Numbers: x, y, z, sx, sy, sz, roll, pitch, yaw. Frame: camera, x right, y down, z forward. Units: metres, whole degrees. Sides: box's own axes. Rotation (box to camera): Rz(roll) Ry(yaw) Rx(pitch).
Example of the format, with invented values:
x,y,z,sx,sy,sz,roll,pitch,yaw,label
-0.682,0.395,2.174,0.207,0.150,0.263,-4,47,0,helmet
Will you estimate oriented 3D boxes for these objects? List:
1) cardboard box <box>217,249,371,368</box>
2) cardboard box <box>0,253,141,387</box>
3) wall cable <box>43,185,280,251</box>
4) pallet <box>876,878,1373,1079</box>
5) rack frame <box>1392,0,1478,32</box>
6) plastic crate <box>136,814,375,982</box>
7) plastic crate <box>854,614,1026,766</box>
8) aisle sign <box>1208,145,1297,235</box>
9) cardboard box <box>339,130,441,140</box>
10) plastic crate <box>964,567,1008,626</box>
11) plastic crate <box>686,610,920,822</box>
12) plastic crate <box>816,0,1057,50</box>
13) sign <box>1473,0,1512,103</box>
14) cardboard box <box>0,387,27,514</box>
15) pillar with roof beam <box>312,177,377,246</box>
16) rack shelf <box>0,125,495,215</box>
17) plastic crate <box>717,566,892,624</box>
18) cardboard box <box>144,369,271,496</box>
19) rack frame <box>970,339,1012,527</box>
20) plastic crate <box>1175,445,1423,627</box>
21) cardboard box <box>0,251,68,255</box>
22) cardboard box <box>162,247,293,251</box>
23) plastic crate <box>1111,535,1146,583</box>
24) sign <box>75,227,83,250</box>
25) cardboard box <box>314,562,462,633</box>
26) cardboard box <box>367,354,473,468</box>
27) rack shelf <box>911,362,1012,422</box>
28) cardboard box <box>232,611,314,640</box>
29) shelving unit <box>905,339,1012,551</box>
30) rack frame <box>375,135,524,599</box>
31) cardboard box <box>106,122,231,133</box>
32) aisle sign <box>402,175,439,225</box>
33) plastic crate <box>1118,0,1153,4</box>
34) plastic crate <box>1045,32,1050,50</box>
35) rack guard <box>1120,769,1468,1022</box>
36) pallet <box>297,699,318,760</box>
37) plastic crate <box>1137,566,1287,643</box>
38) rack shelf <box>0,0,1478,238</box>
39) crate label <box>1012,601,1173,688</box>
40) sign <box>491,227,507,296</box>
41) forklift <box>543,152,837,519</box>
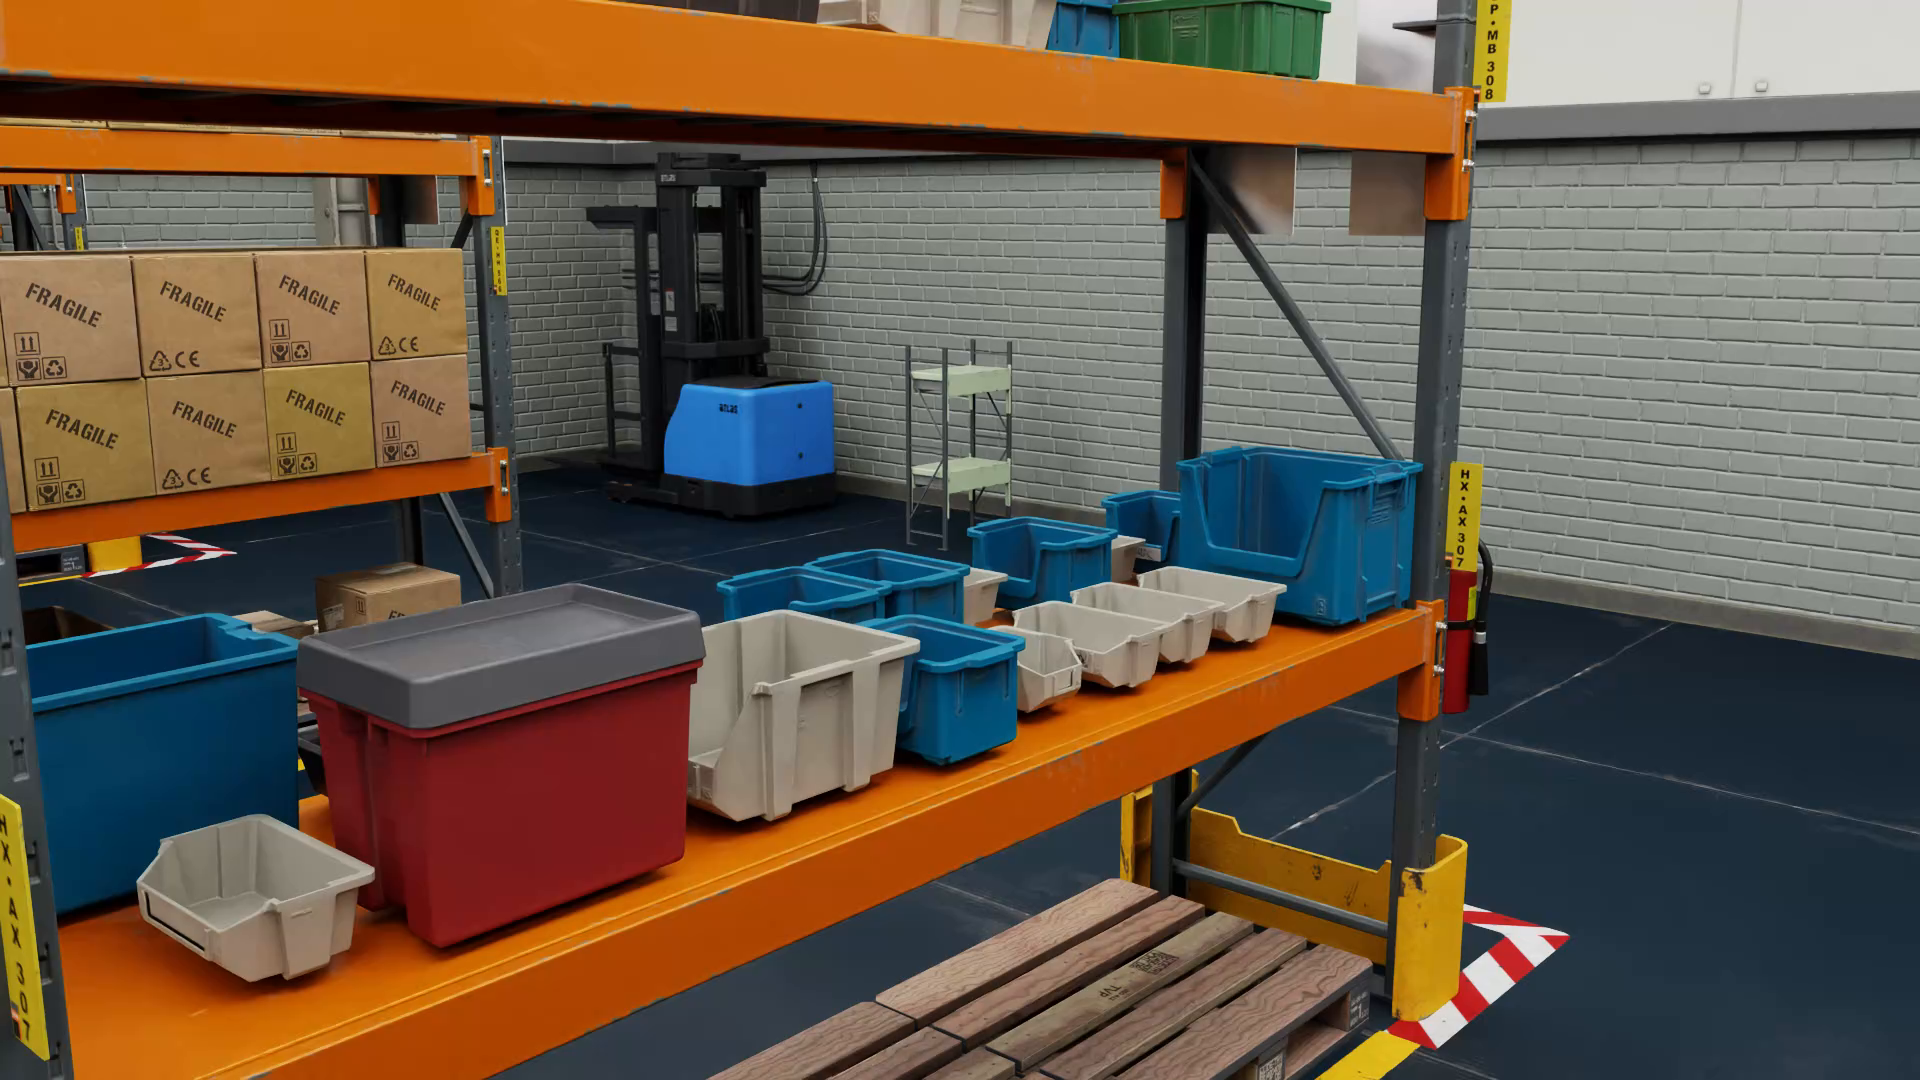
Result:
x,y,z,sx,sy,sz,roll,pitch,yaw,label
-3.052,-1.063,7.569,0.500,0.500,0.500,10,15,42,cardboard box
-3.730,-0.911,6.805,0.500,0.500,0.500,10,15,42,cardboard box
-6.221,-2.148,13.215,0.084,1.984,1.851,10,15,40,wall cable
0.513,1.425,5.036,1.003,0.211,1.213,10,15,40,pallet
1.086,-3.000,4.758,1.000,3.000,0.127,10,15,40,rack frame
-1.140,0.580,2.669,0.396,0.136,0.243,10,15,40,plastic crate
-0.077,0.329,3.677,0.416,0.233,0.300,10,15,40,plastic crate
0.911,-1.382,5.336,0.394,0.787,0.004,10,15,40,aisle sign
-2.773,-1.987,7.727,0.500,0.250,0.500,10,15,40,cardboard box
-0.046,0.171,4.714,0.250,0.136,0.298,10,15,40,plastic crate
-0.408,0.358,3.410,0.437,0.282,0.530,10,15,40,plastic crate
-0.091,-1.064,3.395,0.437,0.136,0.530,10,15,40,plastic crate
1.510,-1.409,4.718,0.100,0.325,0.005,10,15,40,sign
-4.064,-0.349,6.544,0.500,0.500,0.500,10,15,40,cardboard box
-1.989,-4.234,10.933,9.100,9.000,0.400,10,15,40,pillar with roof beam
-3.952,-1.523,6.858,1.077,0.370,4.000,10,15,40,rack shelf
-0.391,0.226,4.196,0.416,0.233,0.300,10,15,40,plastic crate
-3.397,-0.498,7.290,0.500,0.500,0.500,10,15,41,cardboard box
0.237,-0.788,12.829,0.400,1.500,0.023,10,15,40,rack frame
1.006,-0.032,4.969,0.616,0.435,0.499,10,15,40,plastic crate
-4.131,-0.982,7.161,0.500,0.500,0.500,10,15,40,cardboard box
-3.462,-1.130,7.901,0.500,0.500,0.500,10,15,41,cardboard box
0.402,0.072,5.214,0.250,0.136,0.298,10,15,40,plastic crate
-5.957,-1.951,11.261,0.100,0.325,0.005,10,15,40,sign
-2.806,0.422,8.197,0.500,0.500,0.500,10,15,40,cardboard box
-2.723,-0.647,8.039,0.500,0.500,0.500,10,15,42,cardboard box
-0.004,-1.117,12.483,0.431,0.370,0.720,10,15,40,rack shelf
-3.534,0.550,8.196,0.500,0.250,0.500,10,15,40,cardboard box
-0.004,-0.734,12.559,0.431,1.500,0.755,10,15,40,shelving unit
-2.632,-0.699,8.555,1.000,3.000,0.127,10,15,40,rack frame
-3.432,-1.840,6.989,0.500,0.250,0.500,10,15,40,cardboard box
-2.808,-2.022,8.541,0.394,0.787,0.004,10,15,40,aisle sign
0.623,-1.445,4.961,0.497,0.269,0.590,10,15,40,plastic crate
-0.129,-1.310,4.110,0.504,0.338,0.767,10,15,40,plastic crate
1.092,1.162,5.617,1.175,0.500,0.348,10,15,40,rack guard
-3.208,0.797,8.184,1.003,0.211,1.213,10,15,40,pallet
0.684,0.185,4.648,0.396,0.136,0.243,10,15,40,plastic crate
-0.234,-0.882,3.649,1.077,0.370,4.000,10,15,40,rack shelf
0.316,0.270,4.223,0.396,0.136,0.243,10,15,40,crate label
-2.228,-1.348,8.036,0.100,0.325,0.005,10,15,40,sign
-2.483,-1.825,14.368,3.031,2.935,1.130,10,15,40,forklift
